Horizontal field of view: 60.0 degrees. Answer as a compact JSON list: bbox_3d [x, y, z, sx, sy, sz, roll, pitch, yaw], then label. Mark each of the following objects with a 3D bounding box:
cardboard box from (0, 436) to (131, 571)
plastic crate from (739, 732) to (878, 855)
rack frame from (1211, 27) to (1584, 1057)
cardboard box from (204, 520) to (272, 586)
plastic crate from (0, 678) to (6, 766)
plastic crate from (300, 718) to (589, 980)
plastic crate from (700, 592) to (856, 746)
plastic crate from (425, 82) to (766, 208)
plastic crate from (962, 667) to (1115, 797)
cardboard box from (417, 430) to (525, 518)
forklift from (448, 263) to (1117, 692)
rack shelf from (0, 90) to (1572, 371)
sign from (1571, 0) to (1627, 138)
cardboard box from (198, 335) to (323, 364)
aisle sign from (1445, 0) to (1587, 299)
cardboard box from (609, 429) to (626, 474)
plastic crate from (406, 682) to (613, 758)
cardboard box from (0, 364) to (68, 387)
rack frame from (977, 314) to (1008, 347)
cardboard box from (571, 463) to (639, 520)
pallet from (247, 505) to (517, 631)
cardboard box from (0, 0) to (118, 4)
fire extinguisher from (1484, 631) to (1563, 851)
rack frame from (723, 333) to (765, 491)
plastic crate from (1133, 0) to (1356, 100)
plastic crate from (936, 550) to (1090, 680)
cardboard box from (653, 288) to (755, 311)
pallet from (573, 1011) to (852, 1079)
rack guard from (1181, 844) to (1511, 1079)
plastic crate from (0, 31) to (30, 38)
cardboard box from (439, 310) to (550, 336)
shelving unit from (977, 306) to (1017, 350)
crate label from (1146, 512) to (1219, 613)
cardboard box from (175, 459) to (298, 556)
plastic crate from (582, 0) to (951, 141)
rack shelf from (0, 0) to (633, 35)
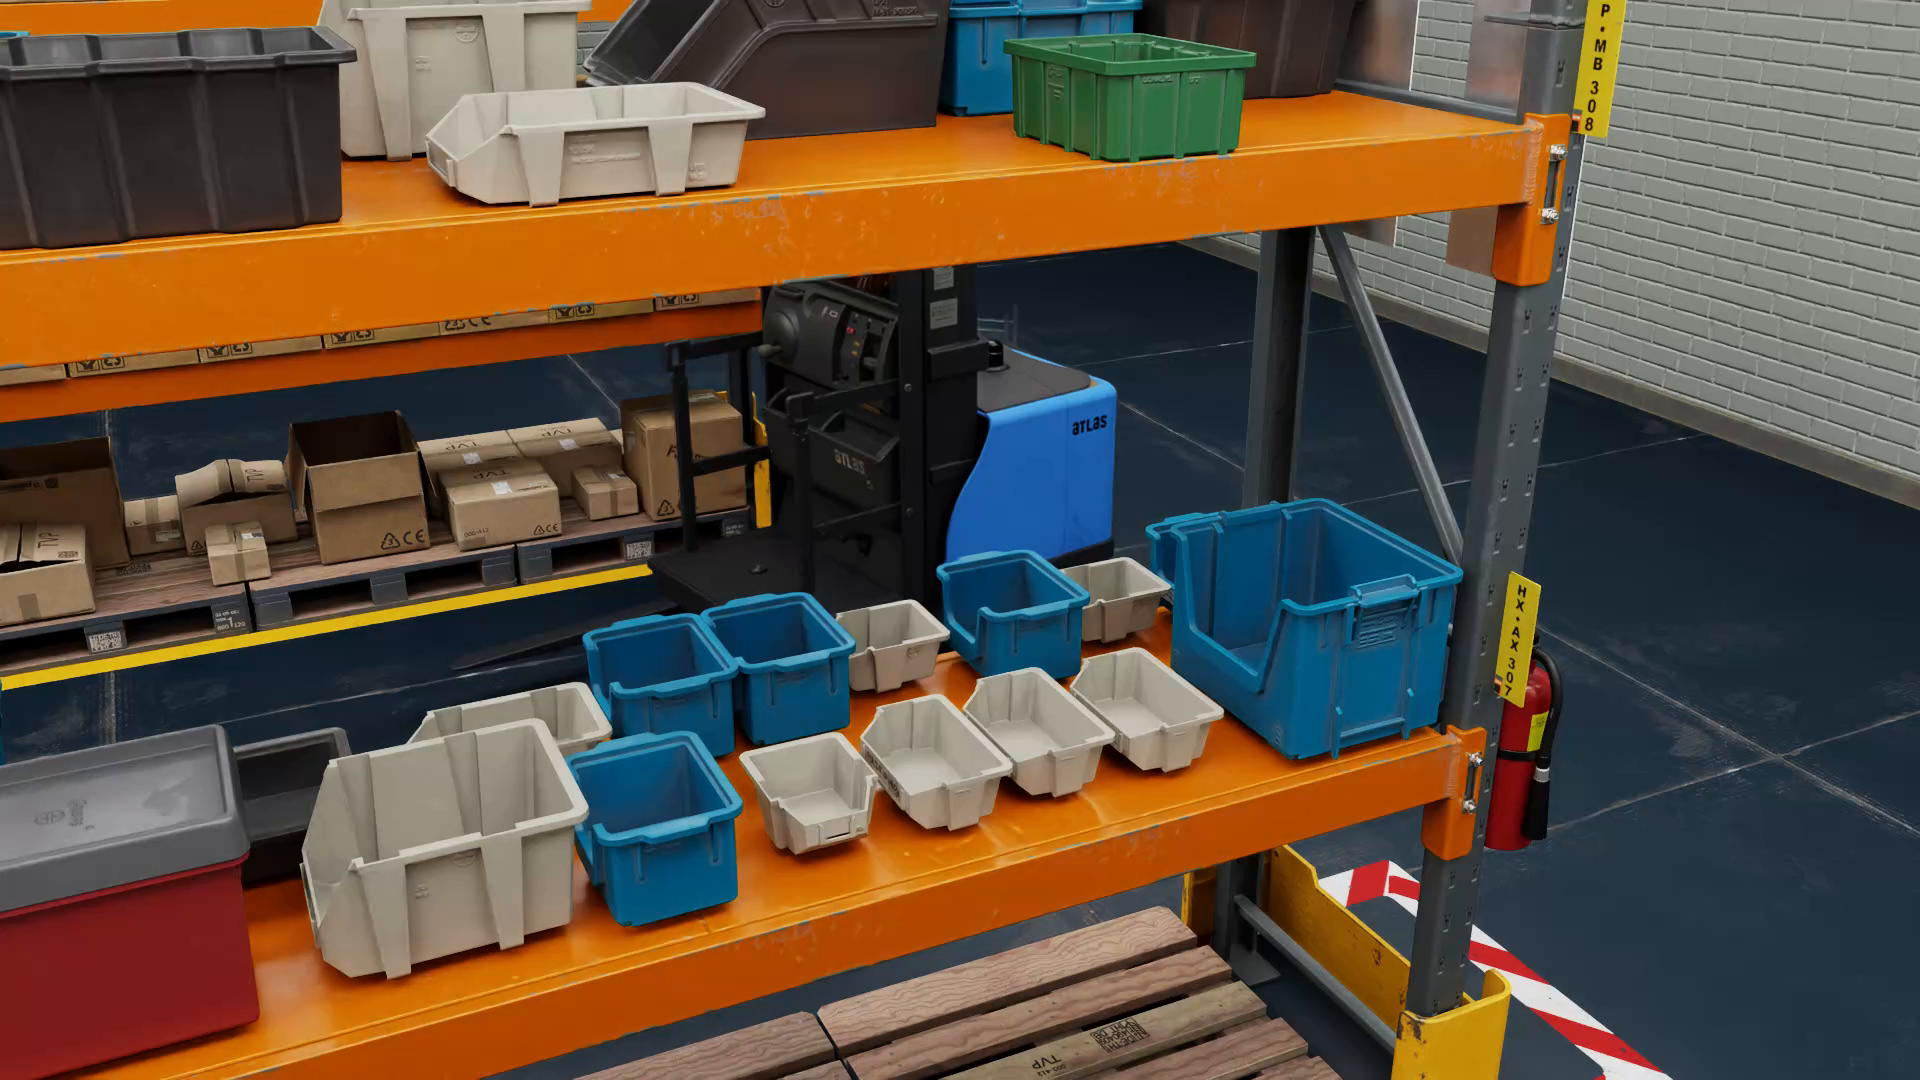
[{"bbox_3d":[-4.263,-0.154,7.893,0.500,0.500,0.500,-10,25,-24],"label":"cardboard box"},{"bbox_3d":[-0.327,0.576,3.703,0.250,0.136,0.298,-10,25,-24],"label":"plastic crate"},{"bbox_3d":[1.095,0.131,4.512,0.127,3.000,1.000,-10,25,-24],"label":"rack frame"},{"bbox_3d":[-3.407,0.050,7.835,0.250,0.166,0.380,-10,25,-24],"label":"cardboard box"},{"bbox_3d":[-2.236,0.579,3.372,0.575,0.384,0.392,-10,25,-24],"label":"plastic crate"},{"bbox_3d":[-1.053,0.632,3.379,0.530,0.282,0.437,-10,25,-24],"label":"plastic crate"},{"bbox_3d":[-0.456,0.326,4.180,0.300,0.233,0.416,-10,25,-24],"label":"plastic crate"},{"bbox_3d":[-0.659,-0.705,2.954,0.530,0.136,0.437,-10,25,-24],"label":"plastic crate"},{"bbox_3d":[0.172,0.466,3.969,0.243,0.136,0.396,-10,25,-24],"label":"plastic crate"},{"bbox_3d":[-2.564,-0.351,8.697,0.500,0.250,0.500,-10,25,-24],"label":"cardboard box"},{"bbox_3d":[-0.731,-0.885,7.056,3.031,2.935,1.130,-17,28,-35],"label":"forklift"},{"bbox_3d":[-0.707,-0.591,3.275,4.000,0.370,1.077,-10,25,-24],"label":"rack shelf"},{"bbox_3d":[1.349,-1.020,3.507,0.005,0.325,0.100,-10,25,-24],"label":"sign"},{"bbox_3d":[-3.165,-1.118,7.399,0.500,0.500,0.500,-11,25,-24],"label":"cardboard box"},{"bbox_3d":[1.287,-0.981,3.800,0.004,0.787,0.394,-10,25,-24],"label":"aisle sign"},{"bbox_3d":[-1.801,-0.479,9.113,0.250,0.166,0.380,-10,25,-24],"label":"cardboard box"},{"bbox_3d":[-1.070,0.496,3.896,0.466,0.136,0.293,-10,25,-24],"label":"plastic crate"},{"bbox_3d":[-4.076,-0.950,6.993,0.500,0.500,0.500,-10,24,-22],"label":"cardboard box"},{"bbox_3d":[0.127,-0.589,8.604,0.240,1.200,0.006,6,23,15],"label":"rack frame"},{"bbox_3d":[-1.837,-0.260,8.585,0.250,0.166,0.380,-10,25,-24],"label":"cardboard box"},{"bbox_3d":[-2.934,0.058,8.335,1.213,0.211,1.003,-10,25,-24],"label":"pallet"},{"bbox_3d":[-3.656,-2.307,6.675,0.500,0.250,0.500,-10,25,-24],"label":"cardboard box"},{"bbox_3d":[1.428,0.470,4.280,0.183,0.674,0.296,-10,25,-24],"label":"fire extinguisher"},{"bbox_3d":[-1.050,-1.577,8.638,0.127,3.000,1.000,-10,25,-24],"label":"rack frame"},{"bbox_3d":[0.628,-1.227,4.041,0.590,0.269,0.497,-10,25,-24],"label":"plastic crate"},{"bbox_3d":[0.137,0.217,4.444,0.300,0.233,0.416,-10,25,-24],"label":"plastic crate"},{"bbox_3d":[-1.335,-1.455,8.212,0.500,0.500,0.500,-10,24,-22],"label":"cardboard box"},{"bbox_3d":[-0.762,1.744,4.262,1.213,0.211,1.003,-10,25,-24],"label":"pallet"},{"bbox_3d":[1.111,1.277,5.011,0.348,0.500,1.175,-10,25,-24],"label":"rack guard"},{"bbox_3d":[-1.827,-0.775,2.998,0.300,0.233,0.416,-10,25,-24],"label":"plastic crate"},{"bbox_3d":[-2.253,-1.287,7.806,0.500,0.500,0.500,-10,25,-23],"label":"cardboard box"},{"bbox_3d":[0.152,-0.623,8.685,0.258,1.200,0.189,6,23,15],"label":"shelving unit"},{"bbox_3d":[0.730,0.108,4.708,0.303,0.233,0.416,-10,25,-24],"label":"crate label"},{"bbox_3d":[-3.588,-0.191,8.230,0.500,0.311,0.500,-10,25,-24],"label":"cardboard box"},{"bbox_3d":[-0.400,-1.068,3.567,0.767,0.338,0.504,-10,25,-24],"label":"plastic crate"},{"bbox_3d":[-2.852,-2.299,7.400,4.000,0.370,1.077,-10,25,-24],"label":"rack shelf"}]
